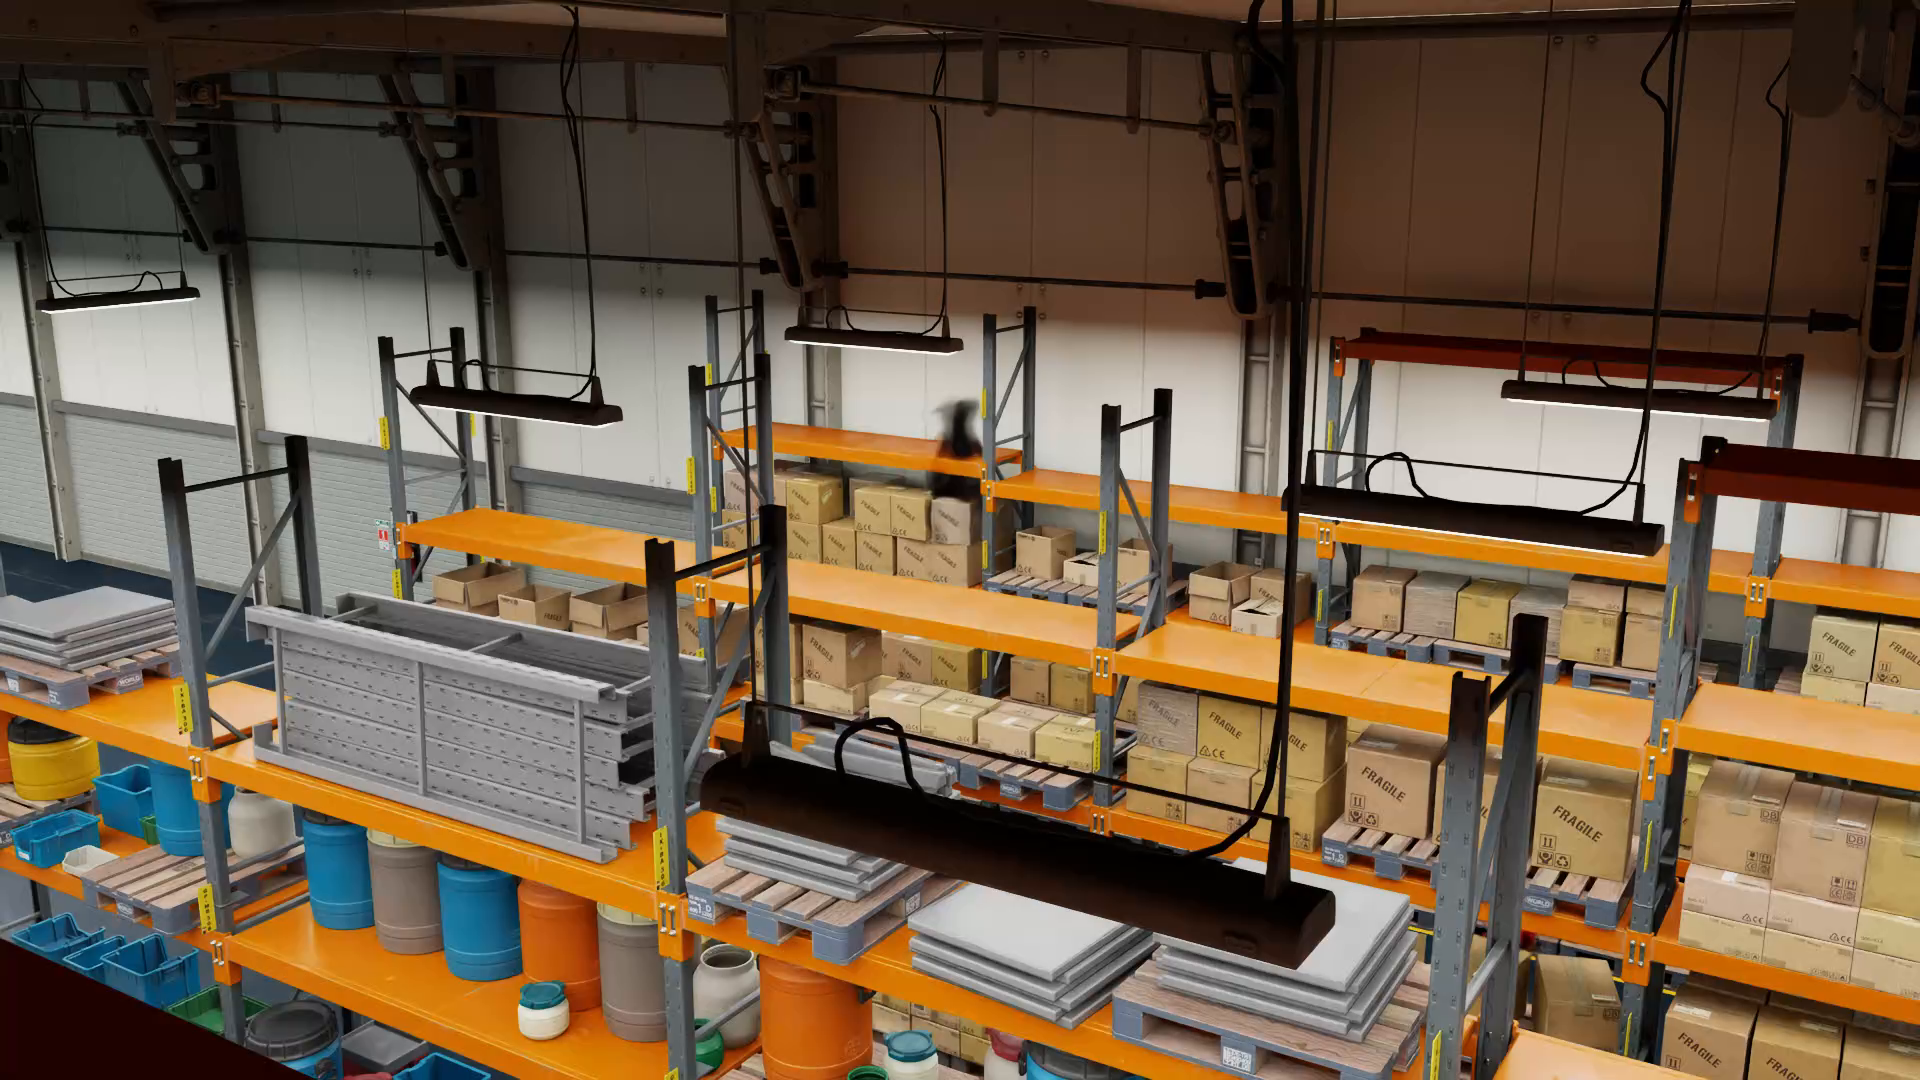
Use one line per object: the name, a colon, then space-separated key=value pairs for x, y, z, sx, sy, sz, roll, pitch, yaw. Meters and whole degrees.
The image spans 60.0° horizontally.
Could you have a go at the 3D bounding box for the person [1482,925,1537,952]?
person: x=4.526 y=3.817 z=14.249 sx=0.653 sy=1.697 sz=0.646 roll=8 pitch=16 yaw=30
